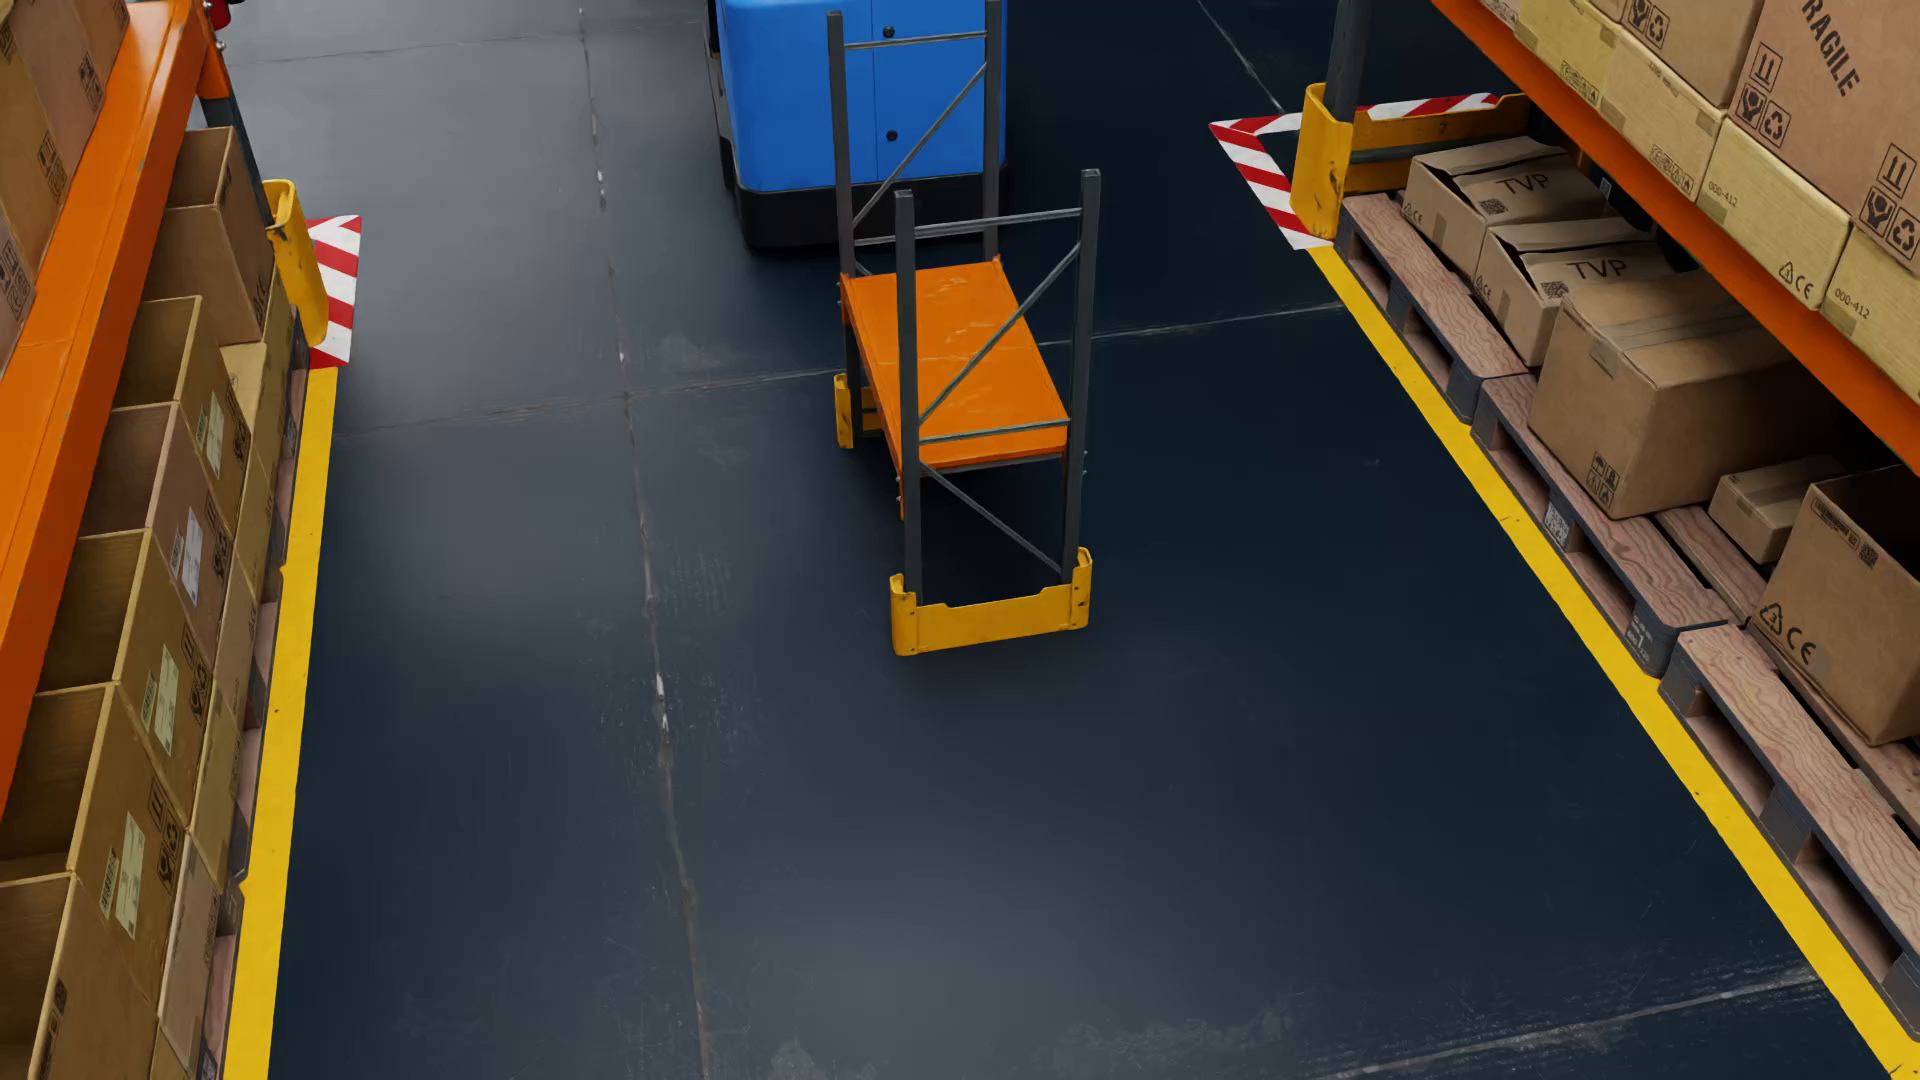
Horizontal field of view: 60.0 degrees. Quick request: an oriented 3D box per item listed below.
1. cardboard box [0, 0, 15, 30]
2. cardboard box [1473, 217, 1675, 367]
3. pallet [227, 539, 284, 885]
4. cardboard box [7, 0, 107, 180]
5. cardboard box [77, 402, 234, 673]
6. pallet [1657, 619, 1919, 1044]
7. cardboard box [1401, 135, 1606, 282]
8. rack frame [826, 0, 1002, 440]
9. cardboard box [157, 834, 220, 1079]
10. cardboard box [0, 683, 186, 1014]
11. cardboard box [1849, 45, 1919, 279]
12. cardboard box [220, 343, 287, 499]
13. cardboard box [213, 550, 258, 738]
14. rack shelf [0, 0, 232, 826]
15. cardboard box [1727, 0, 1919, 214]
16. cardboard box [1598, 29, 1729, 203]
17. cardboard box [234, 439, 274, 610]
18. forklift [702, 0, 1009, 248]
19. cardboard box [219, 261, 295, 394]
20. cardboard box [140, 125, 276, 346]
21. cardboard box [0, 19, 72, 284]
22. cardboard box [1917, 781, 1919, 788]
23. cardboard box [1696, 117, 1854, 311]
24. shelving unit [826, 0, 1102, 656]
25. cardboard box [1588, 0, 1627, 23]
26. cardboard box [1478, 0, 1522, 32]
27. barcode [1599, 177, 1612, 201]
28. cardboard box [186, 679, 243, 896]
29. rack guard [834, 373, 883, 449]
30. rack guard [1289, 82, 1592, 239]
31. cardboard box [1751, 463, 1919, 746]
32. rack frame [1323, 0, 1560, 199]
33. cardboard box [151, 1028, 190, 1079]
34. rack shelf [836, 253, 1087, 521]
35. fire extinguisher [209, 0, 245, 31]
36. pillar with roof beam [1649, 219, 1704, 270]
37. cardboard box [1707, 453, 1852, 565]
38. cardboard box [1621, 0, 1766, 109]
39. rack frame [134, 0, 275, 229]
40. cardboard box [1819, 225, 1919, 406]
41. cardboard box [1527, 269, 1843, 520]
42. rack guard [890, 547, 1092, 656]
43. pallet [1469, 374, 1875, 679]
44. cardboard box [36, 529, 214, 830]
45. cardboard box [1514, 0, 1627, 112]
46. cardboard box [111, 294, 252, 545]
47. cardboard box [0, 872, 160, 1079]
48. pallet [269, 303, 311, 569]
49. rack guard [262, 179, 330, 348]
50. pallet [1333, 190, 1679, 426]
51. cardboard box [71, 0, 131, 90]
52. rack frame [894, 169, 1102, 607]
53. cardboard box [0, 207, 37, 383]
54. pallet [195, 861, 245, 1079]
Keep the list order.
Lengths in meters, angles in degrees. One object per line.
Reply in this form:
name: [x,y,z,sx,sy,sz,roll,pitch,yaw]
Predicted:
cardboard box: [-2.420,-1.228,3.810,0.380,0.149,0.250,-7,42,-8]
cardboard box: [2.110,-0.877,5.673,0.500,0.311,0.500,-5,42,-6]
pallet: [-2.445,0.485,4.545,1.003,0.211,1.213,-8,42,-9]
cardboard box: [-2.705,-1.230,4.301,0.700,0.500,0.500,-7,42,-8]
cardboard box: [-2.168,0.029,4.148,0.500,0.500,0.500,-8,42,-9]
pallet: [2.609,0.656,4.352,1.003,0.211,1.213,-8,42,-9]
cardboard box: [1.987,-1.247,6.089,0.500,0.311,0.500,-13,43,-14]
rack frame: [-0.128,-0.946,5.186,0.500,1.500,0.032,-8,42,-9]
cardboard box: [-1.955,0.958,3.666,0.500,0.250,0.500,-8,42,-9]
cardboard box: [-1.958,0.678,3.417,0.500,0.500,0.500,-8,42,-9]
cardboard box: [2.271,-0.773,3.395,0.500,0.500,0.500,-9,42,-10]
cardboard box: [-2.387,-0.338,5.126,0.500,0.250,0.500,-8,42,-9]
cardboard box: [-2.171,0.310,4.396,0.500,0.250,0.500,-8,42,-9]
rack shelf: [-2.479,-0.272,3.838,1.077,0.370,4.000,-8,42,-9]
cardboard box: [2.173,-1.101,3.764,0.500,0.500,0.500,-9,42,-11]
cardboard box: [2.057,-1.145,4.379,0.500,0.250,0.500,-8,42,-9]
cardboard box: [-2.277,-0.014,4.762,0.500,0.250,0.500,-8,42,-9]
forklift: [-0.582,-3.205,6.653,1.130,2.935,3.031,-7,42,-8]
cardboard box: [-2.507,-0.661,5.490,0.500,0.250,0.500,-8,42,-9]
cardboard box: [-2.505,-0.941,5.241,0.500,0.500,0.500,-8,42,-9]
cardboard box: [-2.603,-0.908,3.938,0.700,0.500,0.500,-8,42,-9]
cardboard box: [2.644,0.596,4.122,0.380,0.166,0.250,-14,43,-15]
cardboard box: [2.167,-0.819,4.012,0.500,0.250,0.500,-9,42,-10]
shelving unit: [-0.016,-0.610,4.808,0.587,1.500,1.083,-8,42,-9]
cardboard box: [1.937,-1.771,4.519,0.500,0.500,0.500,-10,42,-11]
cardboard box: [1.846,-1.804,5.121,0.500,0.250,0.500,-10,42,-11]
barcode: [2.381,-1.296,6.137,0.001,0.075,0.075,-8,42,-9]
cardboard box: [-2.058,0.633,4.032,0.500,0.250,0.500,-8,42,-9]
rack guard: [-0.124,-0.466,5.586,0.587,0.250,0.087,-8,42,-9]
rack guard: [1.941,-1.565,6.637,1.175,0.500,0.348,-8,42,-9]
cardboard box: [2.525,0.147,4.377,0.500,0.500,0.500,-11,43,-12]
rack frame: [1.925,-2.549,5.862,1.000,3.000,0.127,-8,42,-9]
cardboard box: [-1.852,1.283,3.300,0.500,0.250,0.500,-8,42,-9]
rack shelf: [-0.018,-0.482,4.934,0.538,0.185,1.000,-8,42,-9]
fire extinguisher: [-2.483,-1.951,5.247,0.296,0.674,0.183,-8,42,-9]
pillar with roof beam: [-1.283,-3.846,2.804,9.100,9.000,0.400,-8,42,-9]
cardboard box: [2.463,-0.094,4.913,0.380,0.149,0.250,-12,43,-13]
cardboard box: [2.060,-1.438,4.144,0.500,0.500,0.500,-7,42,-8]
rack frame: [-2.911,-1.837,5.060,1.000,3.000,0.127,-8,42,-9]
cardboard box: [2.291,-0.496,3.647,0.500,0.250,0.500,-8,42,-9]
cardboard box: [2.219,-0.465,5.066,0.700,0.500,0.500,-11,43,-12]
rack guard: [0.091,0.180,4.859,0.587,0.250,0.087,-8,42,-9]
pallet: [2.342,-0.136,5.245,1.003,0.211,1.213,-8,42,-9]
cardboard box: [-2.058,0.353,3.783,0.500,0.500,0.500,-8,42,-9]
cardboard box: [1.951,-1.473,4.748,0.500,0.250,0.500,-9,42,-10]
cardboard box: [-2.275,-0.295,4.513,0.500,0.500,0.500,-8,42,-9]
cardboard box: [-1.842,1.001,3.053,0.500,0.500,0.500,-8,42,-9]
pallet: [-2.705,-0.305,5.434,1.003,0.211,1.213,-8,42,-9]
rack guard: [-2.916,-0.918,5.907,1.175,0.500,0.348,-8,42,-9]
pallet: [2.082,-0.926,6.134,1.003,0.211,1.213,-8,42,-9]
cardboard box: [-2.823,-1.570,4.684,0.700,0.500,0.500,-8,42,-9]
rack frame: [0.091,-0.287,4.443,0.500,1.500,0.032,-8,42,-9]
cardboard box: [-2.486,-0.567,3.554,0.700,0.500,0.500,-7,42,-8]
pallet: [-2.178,1.277,3.652,1.003,0.211,1.213,-8,42,-9]
